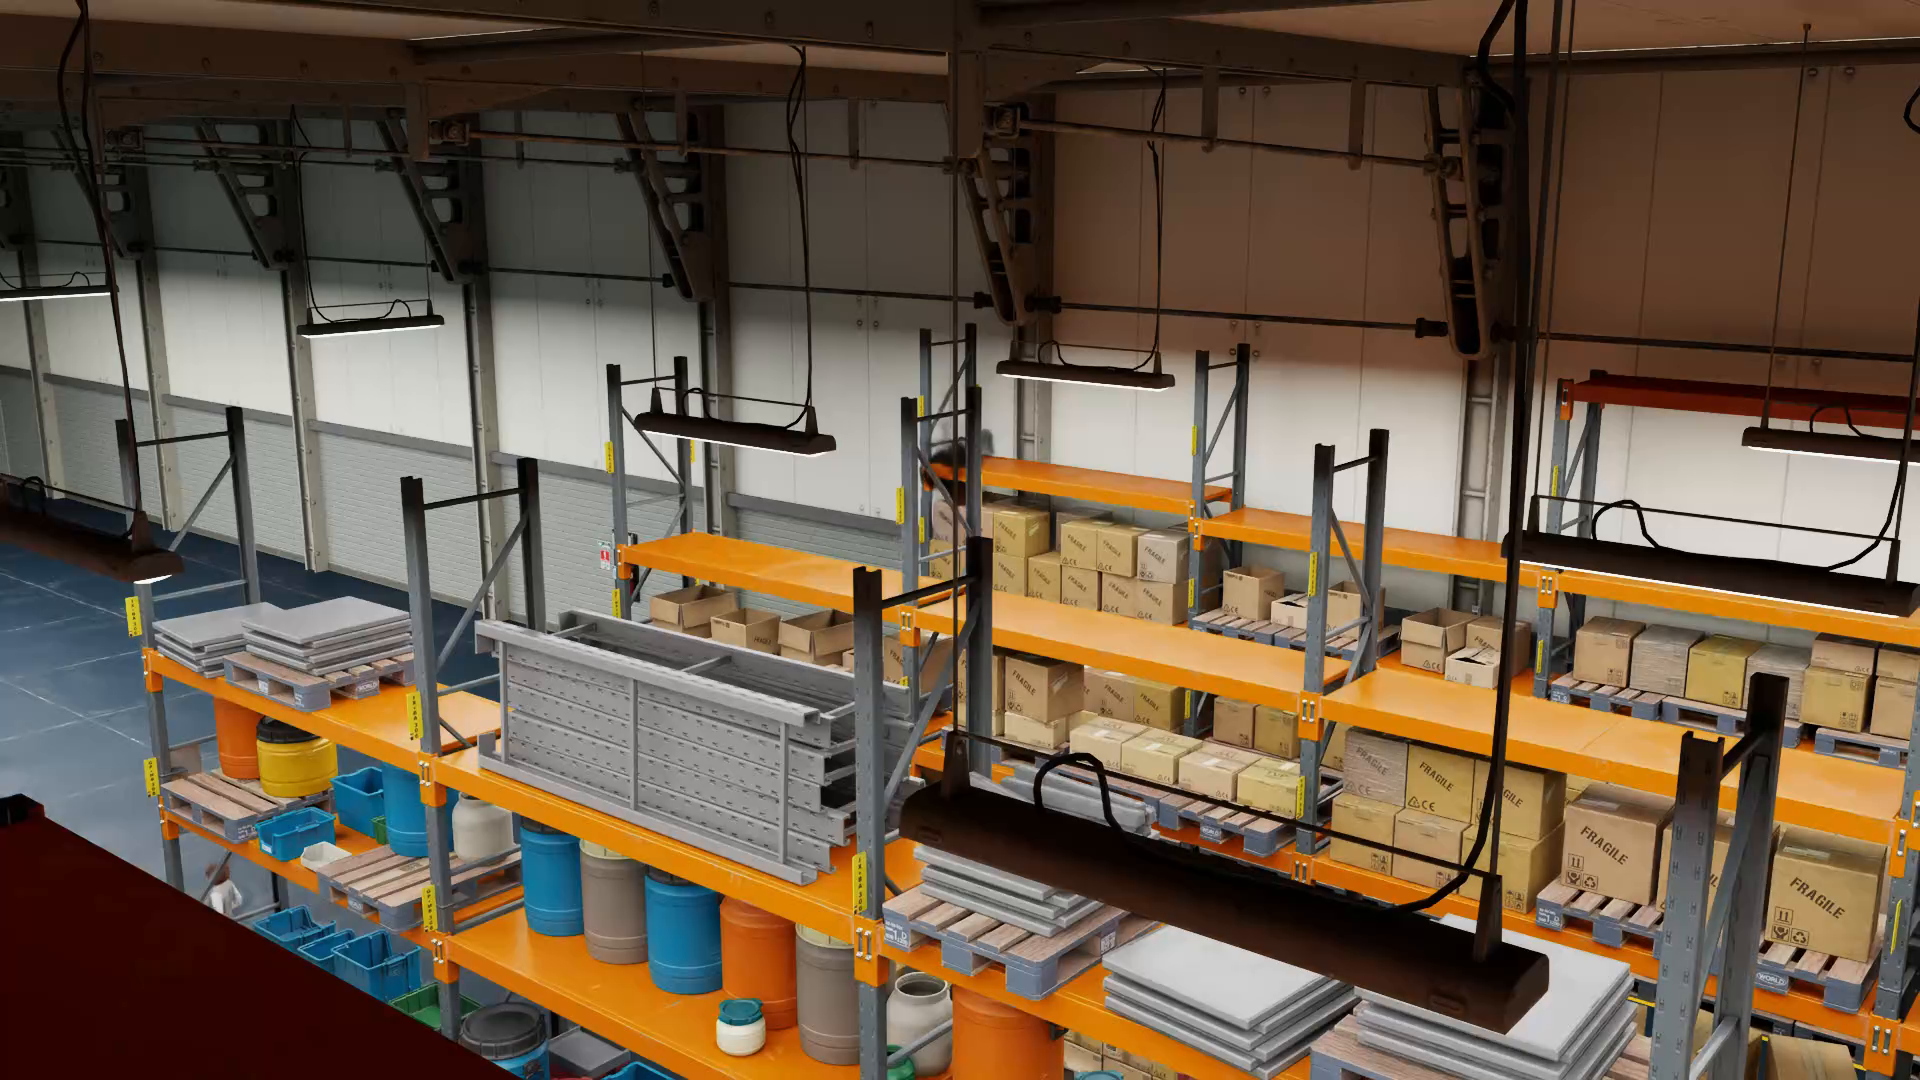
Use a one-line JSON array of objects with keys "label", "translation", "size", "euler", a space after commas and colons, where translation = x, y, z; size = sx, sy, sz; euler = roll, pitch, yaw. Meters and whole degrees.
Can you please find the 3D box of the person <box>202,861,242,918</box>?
[{"label": "person", "translation": [-7.020, 3.815, 15.907], "size": [0.562, 1.582, 0.562], "euler": [-2, 13, -8]}]
